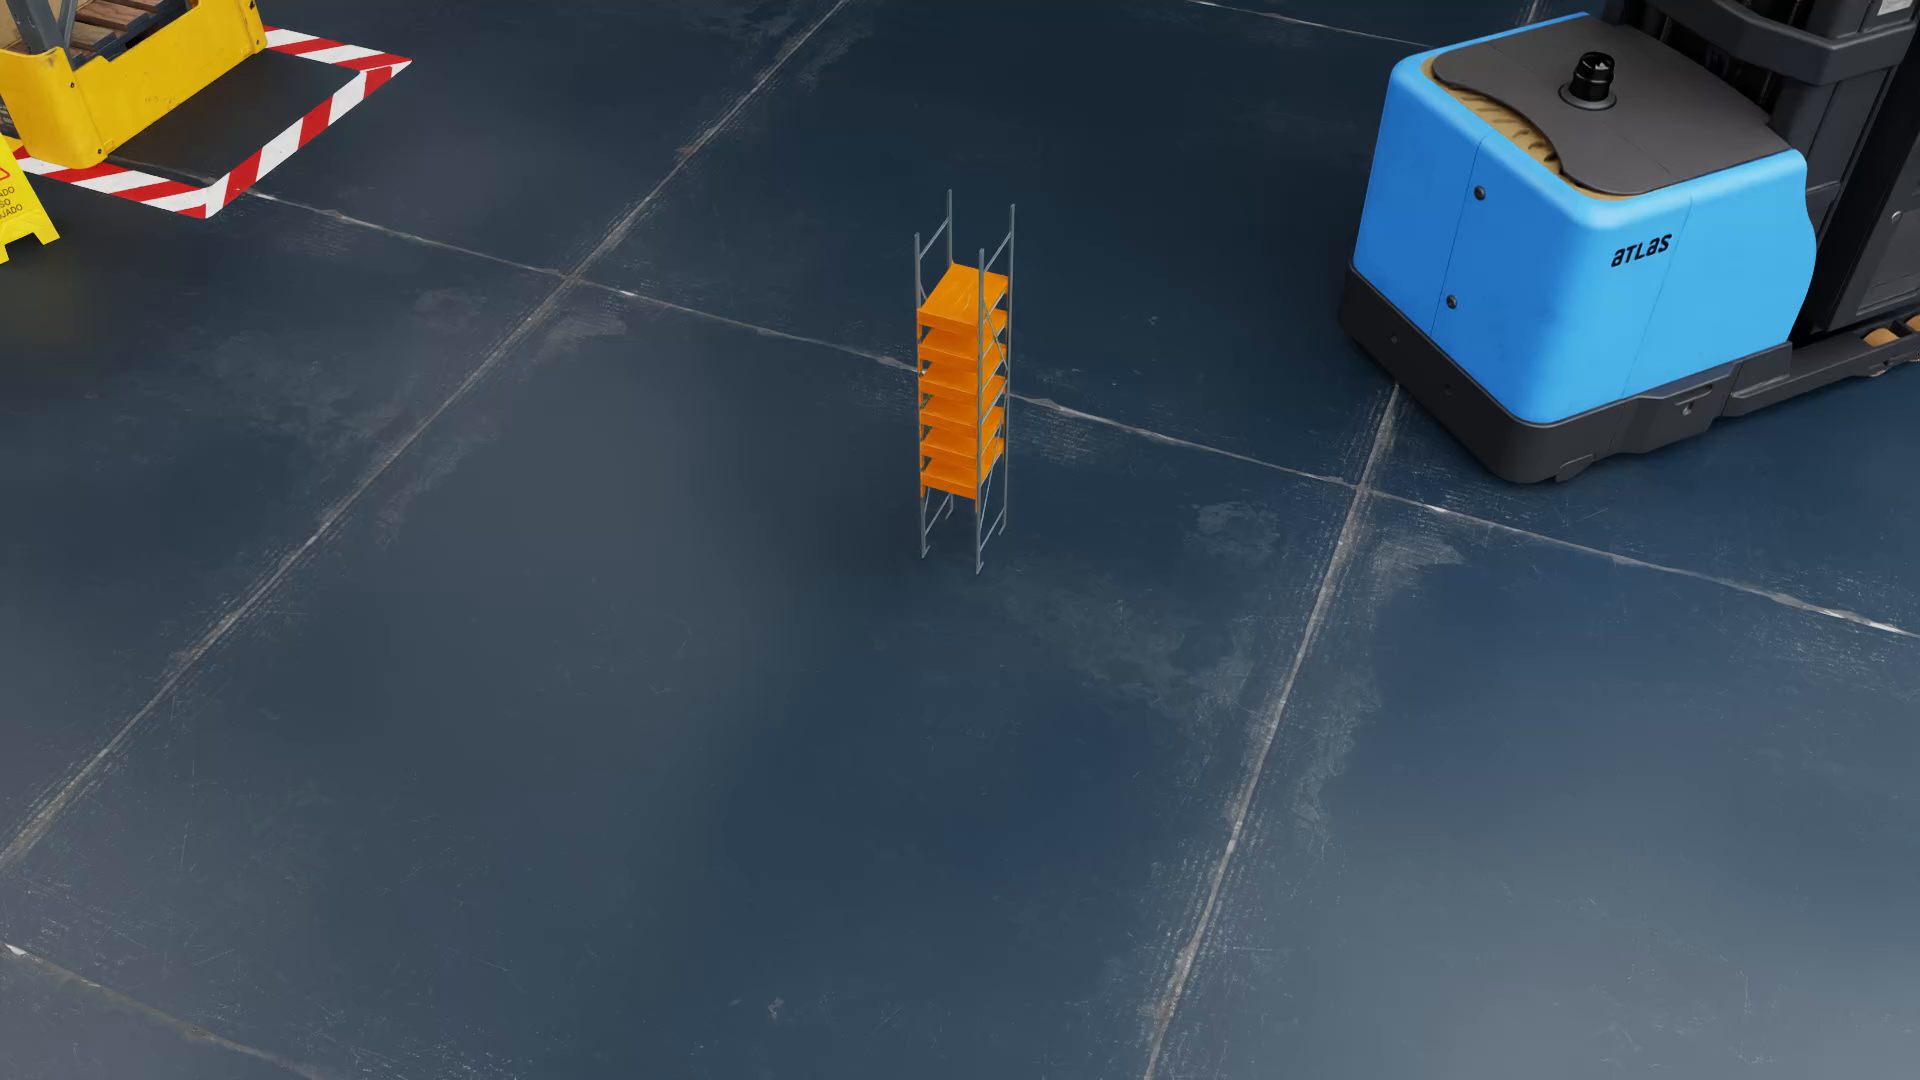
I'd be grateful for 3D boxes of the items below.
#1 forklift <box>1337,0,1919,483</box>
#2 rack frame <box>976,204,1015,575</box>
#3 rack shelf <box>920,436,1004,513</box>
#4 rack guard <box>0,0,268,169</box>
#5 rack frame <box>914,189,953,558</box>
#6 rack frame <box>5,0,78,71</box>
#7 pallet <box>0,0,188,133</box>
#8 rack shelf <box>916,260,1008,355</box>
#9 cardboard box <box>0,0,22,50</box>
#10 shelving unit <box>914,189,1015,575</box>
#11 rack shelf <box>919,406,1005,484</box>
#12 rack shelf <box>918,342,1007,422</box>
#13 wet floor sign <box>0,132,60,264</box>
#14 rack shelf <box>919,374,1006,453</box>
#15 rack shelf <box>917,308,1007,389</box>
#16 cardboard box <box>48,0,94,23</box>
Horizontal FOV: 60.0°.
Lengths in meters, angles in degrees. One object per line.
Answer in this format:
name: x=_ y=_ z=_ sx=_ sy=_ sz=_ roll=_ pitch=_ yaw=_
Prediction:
forklift: x=2.909 y=-1.932 z=5.113 sx=3.031 sy=2.935 sz=1.130 roll=-18 pitch=48 yaw=-17
rack frame: x=0.098 y=-0.397 z=4.798 sx=0.006 sy=1.200 sz=0.240 roll=16 pitch=47 yaw=16
rack shelf: x=0.013 y=-0.220 z=5.023 sx=0.180 sy=0.103 sz=0.258 roll=16 pitch=47 yaw=16
rack guard: x=-3.484 y=-2.098 z=7.004 sx=0.348 sy=0.500 sz=1.175 roll=16 pitch=47 yaw=16
rack frame: x=-0.071 y=-0.446 z=4.848 sx=0.006 sy=1.200 sz=0.240 roll=16 pitch=47 yaw=16
rack frame: x=-3.414 y=-2.964 z=6.102 sx=0.127 sy=3.000 sz=1.000 roll=16 pitch=47 yaw=16
pallet: x=-4.221 y=-2.239 z=7.351 sx=1.213 sy=0.211 sz=1.003 roll=16 pitch=47 yaw=16
rack shelf: x=0.013 y=-0.645 z=4.600 sx=0.180 sy=0.103 sz=0.258 roll=16 pitch=47 yaw=16
cardboard box: x=-4.286 y=-2.189 z=6.975 sx=0.500 sy=0.250 sz=0.500 roll=16 pitch=47 yaw=16
shelving unit: x=0.013 y=-0.421 z=4.823 sx=0.189 sy=1.200 sz=0.258 roll=16 pitch=47 yaw=16
rack shelf: x=0.013 y=-0.305 z=4.939 sx=0.180 sy=0.103 sz=0.258 roll=16 pitch=47 yaw=16
rack shelf: x=0.013 y=-0.475 z=4.770 sx=0.180 sy=0.103 sz=0.258 roll=16 pitch=47 yaw=16
wet floor sign: x=-3.651 y=-1.381 z=6.180 sx=0.232 sy=0.644 sz=0.267 roll=33 pitch=54 yaw=29
rack shelf: x=0.013 y=-0.390 z=4.854 sx=0.180 sy=0.103 sz=0.258 roll=16 pitch=47 yaw=16
rack shelf: x=0.013 y=-0.560 z=4.685 sx=0.180 sy=0.103 sz=0.258 roll=16 pitch=47 yaw=16
cardboard box: x=-4.052 y=-2.537 z=7.325 sx=0.500 sy=0.250 sz=0.500 roll=16 pitch=47 yaw=16
